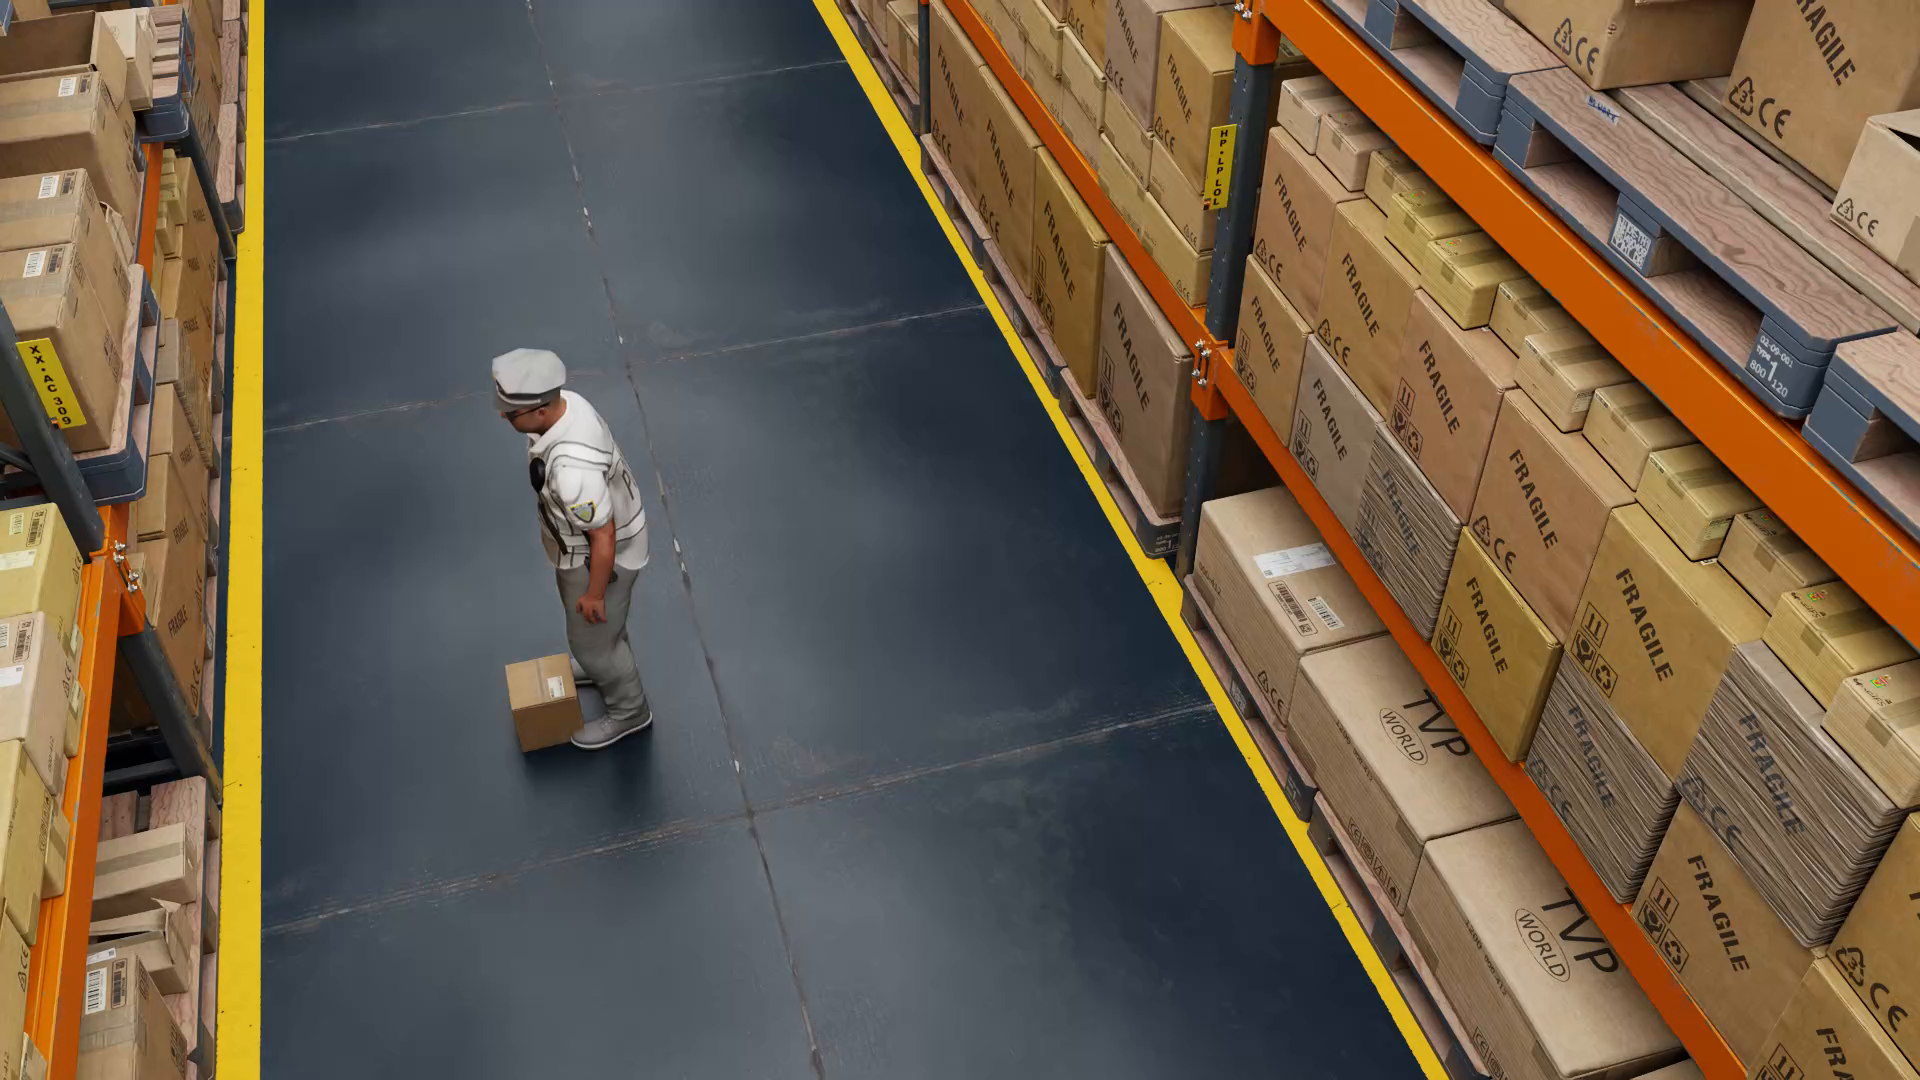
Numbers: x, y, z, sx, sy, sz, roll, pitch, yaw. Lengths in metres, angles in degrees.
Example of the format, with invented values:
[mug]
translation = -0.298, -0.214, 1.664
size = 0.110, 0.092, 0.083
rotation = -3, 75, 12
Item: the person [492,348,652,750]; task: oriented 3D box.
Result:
[person]
translation = -1.373, 0.025, 6.127
size = 0.439, 1.747, 0.604
rotation = -14, 44, -15
